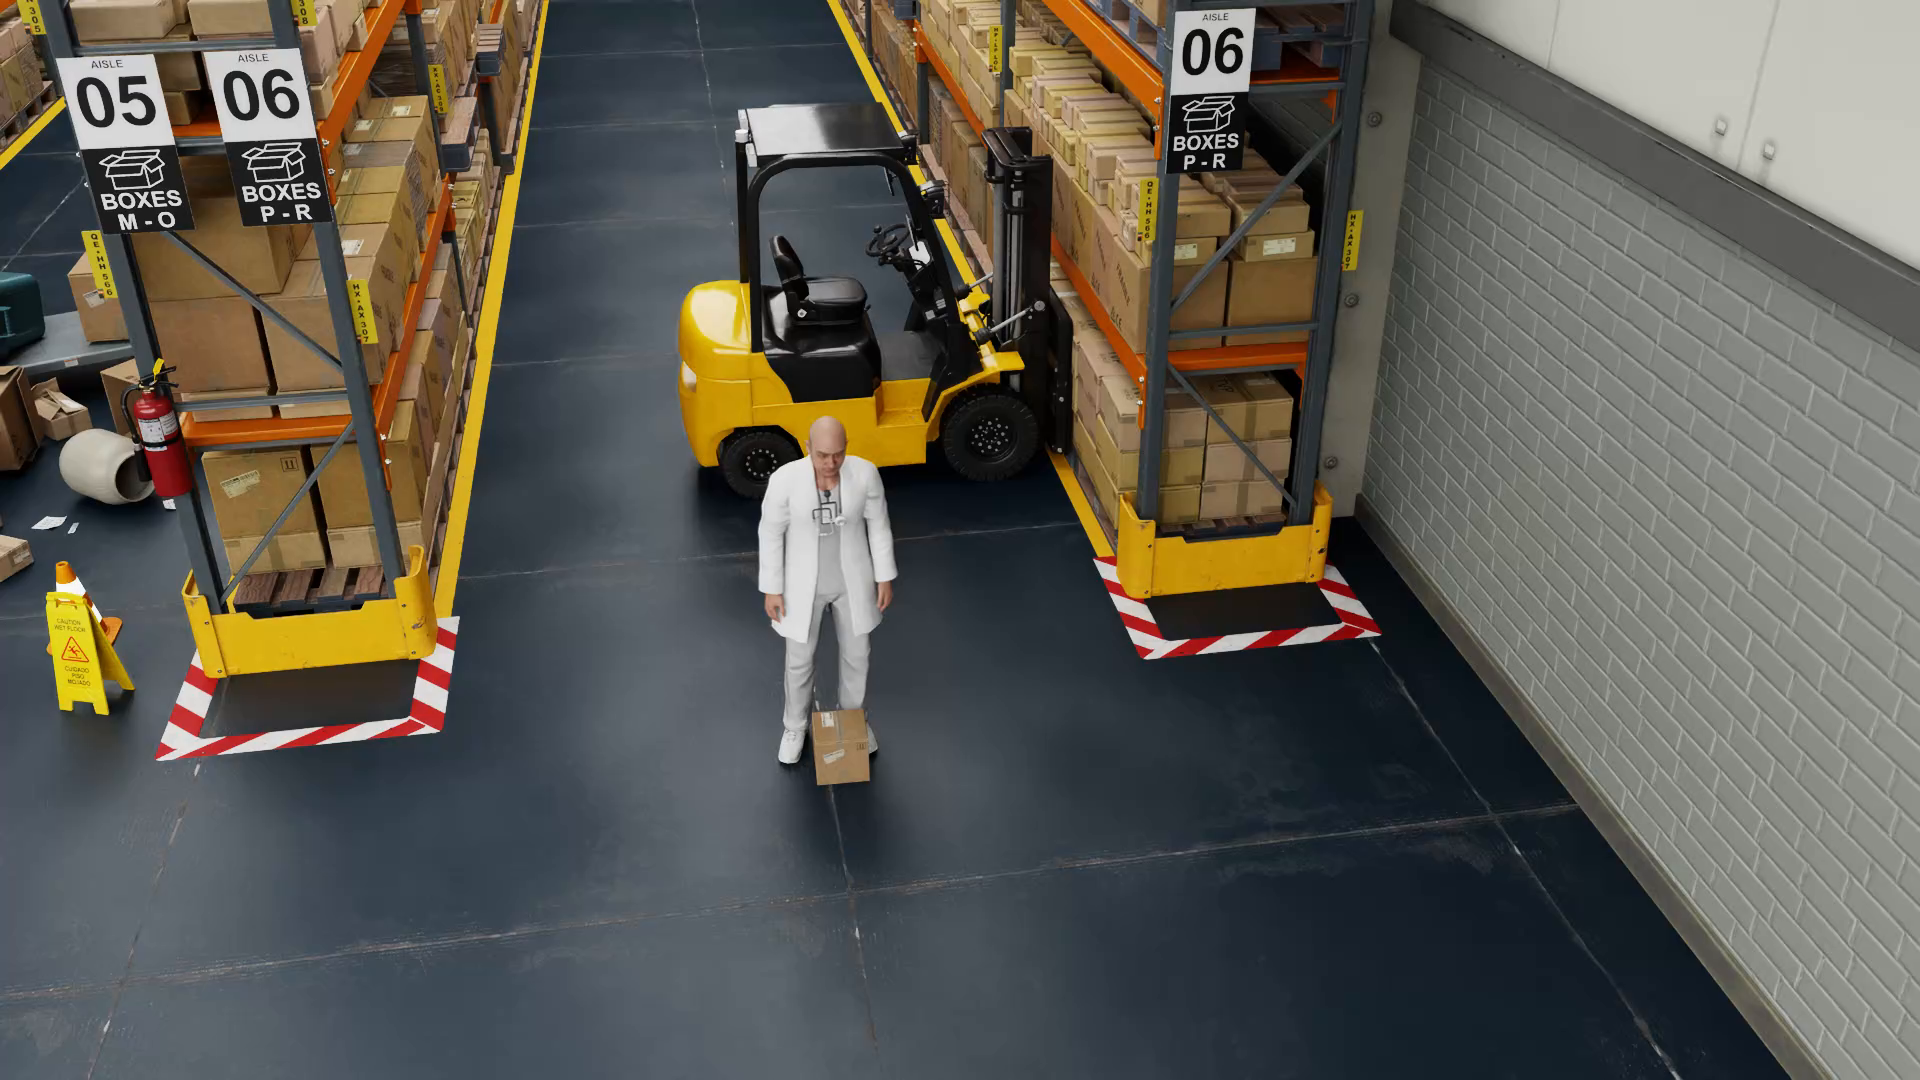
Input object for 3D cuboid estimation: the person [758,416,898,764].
[{"bbox_3d":[-0.617,0.209,7.798,0.655,1.774,0.416,-6,31,-10],"label":"person"}]
